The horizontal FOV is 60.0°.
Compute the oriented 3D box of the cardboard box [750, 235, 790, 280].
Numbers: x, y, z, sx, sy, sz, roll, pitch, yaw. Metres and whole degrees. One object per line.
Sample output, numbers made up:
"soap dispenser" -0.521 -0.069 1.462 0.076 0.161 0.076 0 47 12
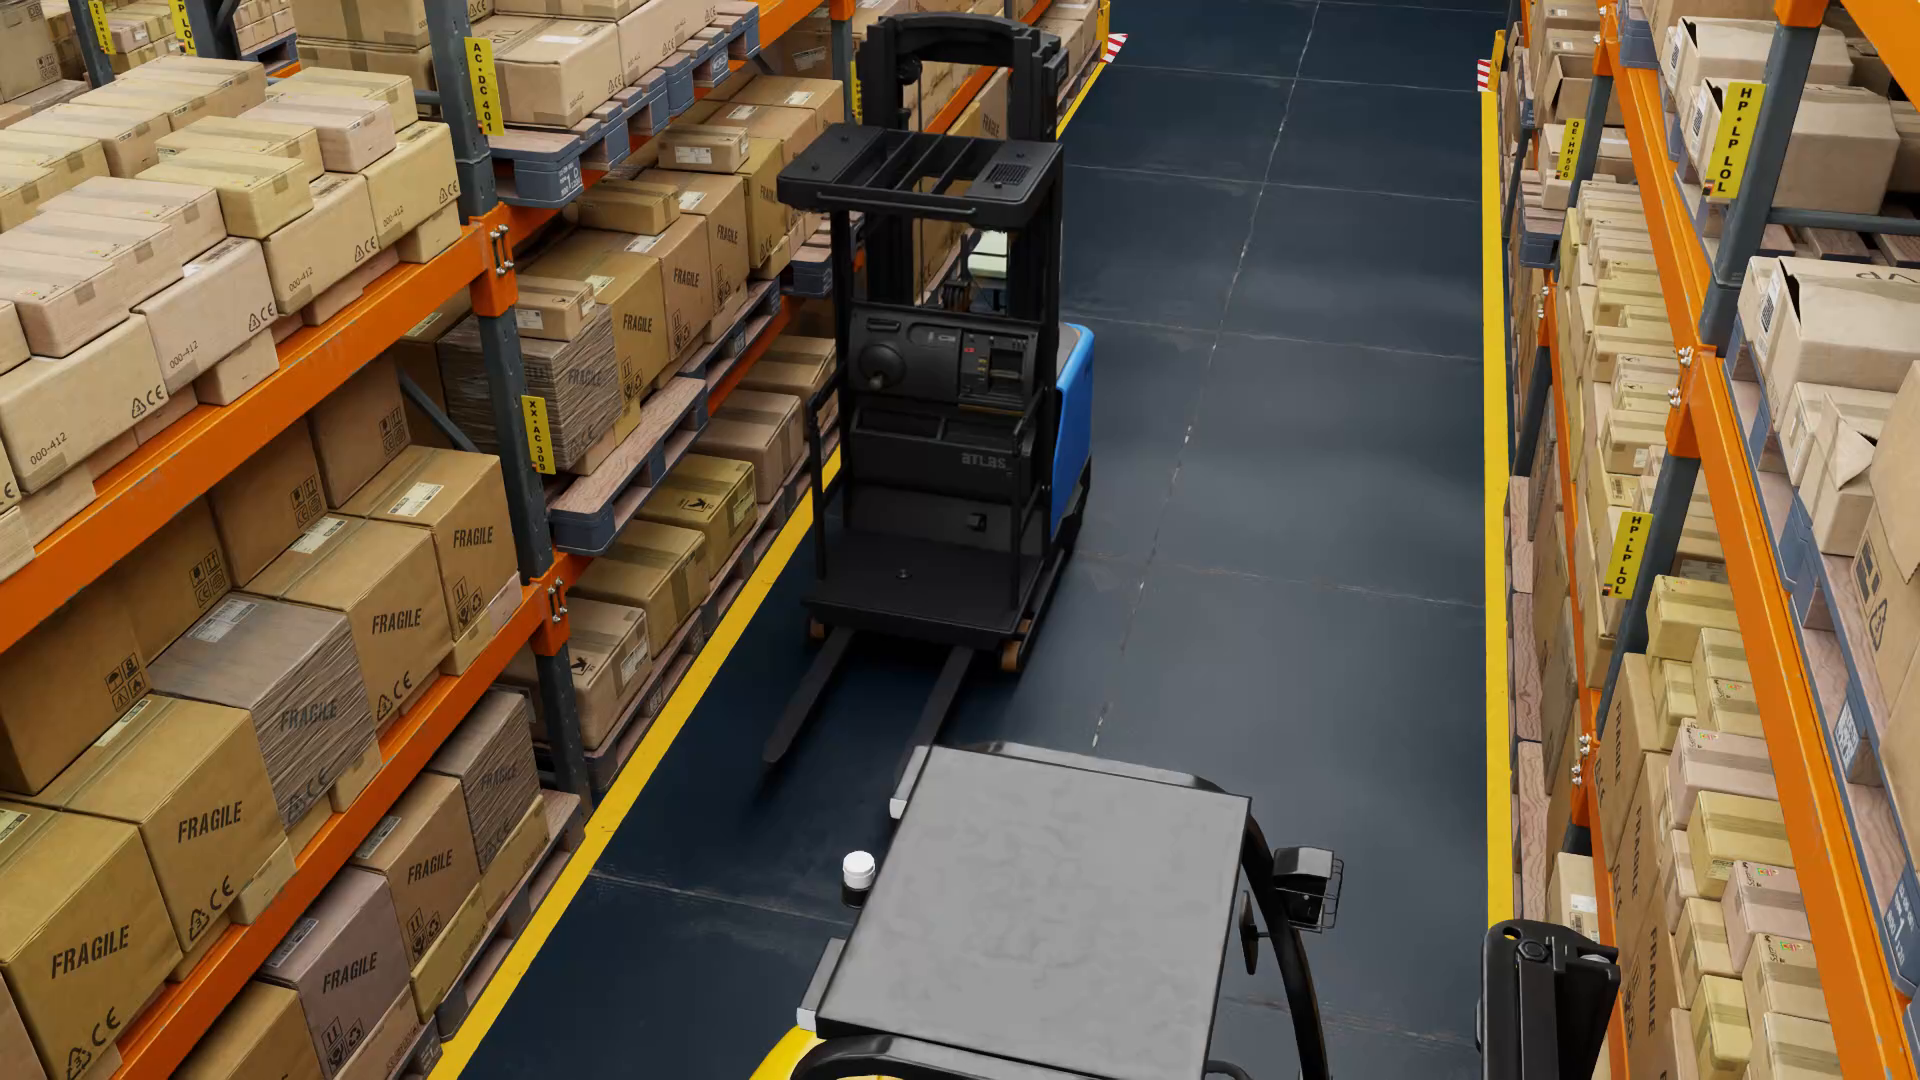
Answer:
"cardboard box" -1.105 -1.484 8.631 0.380 0.149 0.250 9 33 13

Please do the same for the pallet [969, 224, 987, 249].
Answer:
"pallet" -0.211 -2.663 13.242 1.003 0.211 1.213 8 33 12

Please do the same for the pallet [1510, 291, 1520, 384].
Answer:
"pallet" 4.237 -1.338 11.157 1.003 0.211 1.213 8 33 12

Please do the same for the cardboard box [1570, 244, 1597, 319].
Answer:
"cardboard box" 3.222 -1.192 8.003 0.500 0.250 0.500 9 34 14

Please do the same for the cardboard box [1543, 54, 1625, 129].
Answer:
"cardboard box" 3.934 -2.594 10.047 0.797 0.503 0.637 7 33 11

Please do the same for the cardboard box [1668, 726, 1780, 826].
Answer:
"cardboard box" 2.116 0.659 4.442 0.380 0.149 0.250 9 33 13

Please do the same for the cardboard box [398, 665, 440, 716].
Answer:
"cardboard box" -2.103 0.470 5.949 0.380 0.149 0.250 8 33 13

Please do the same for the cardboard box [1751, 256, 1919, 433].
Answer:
"cardboard box" 2.237 -0.474 4.003 0.500 0.311 0.500 9 33 13

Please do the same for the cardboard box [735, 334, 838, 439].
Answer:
"cardboard box" -1.256 -0.951 10.008 0.950 0.372 0.625 6 33 9

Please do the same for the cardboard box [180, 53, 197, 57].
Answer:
"cardboard box" -5.472 -3.352 11.569 0.380 0.149 0.250 10 34 15

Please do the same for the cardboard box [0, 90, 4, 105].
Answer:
"cardboard box" -6.167 -2.766 9.780 0.700 0.500 0.500 8 33 12

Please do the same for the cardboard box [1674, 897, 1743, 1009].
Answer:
"cardboard box" 1.996 1.049 4.107 0.380 0.149 0.250 7 33 11

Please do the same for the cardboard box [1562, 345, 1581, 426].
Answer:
"cardboard box" 3.094 -0.712 7.714 0.500 0.250 0.500 7 33 11

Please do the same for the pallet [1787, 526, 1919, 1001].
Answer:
"pallet" 2.181 0.423 3.075 1.003 0.211 1.213 8 33 12

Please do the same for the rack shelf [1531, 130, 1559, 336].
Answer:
"rack shelf" 4.206 -2.235 10.641 1.077 0.370 4.000 8 33 12

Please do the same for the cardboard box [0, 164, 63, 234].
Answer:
"cardboard box" -2.734 -0.934 4.617 0.380 0.149 0.250 7 33 11

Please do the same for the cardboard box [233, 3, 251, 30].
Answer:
"cardboard box" -5.341 -3.757 11.929 0.380 0.149 0.250 8 33 12

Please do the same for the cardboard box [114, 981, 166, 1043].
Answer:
"cardboard box" -2.500 1.265 4.698 0.380 0.149 0.250 9 34 14

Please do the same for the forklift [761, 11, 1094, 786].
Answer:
"forklift" -0.142 -0.814 7.798 1.130 2.935 3.031 9 33 13

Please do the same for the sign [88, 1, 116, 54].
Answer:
"sign" -5.379 -3.211 10.426 0.100 0.325 0.005 8 33 12

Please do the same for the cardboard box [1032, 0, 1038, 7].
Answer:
"cardboard box" 0.416 -4.761 13.850 0.500 0.500 0.500 8 33 13

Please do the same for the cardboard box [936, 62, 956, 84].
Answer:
"cardboard box" -0.324 -3.338 11.379 0.500 0.250 0.500 9 33 13

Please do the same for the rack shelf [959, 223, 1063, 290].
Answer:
"rack shelf" 0.300 -1.533 9.536 0.431 0.370 0.720 9 33 13

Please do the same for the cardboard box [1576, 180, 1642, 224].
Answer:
"cardboard box" 3.333 -1.692 8.417 0.380 0.149 0.250 9 34 14

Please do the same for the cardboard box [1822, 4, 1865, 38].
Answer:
"cardboard box" 3.491 -2.005 6.545 0.380 0.166 0.250 8 33 12

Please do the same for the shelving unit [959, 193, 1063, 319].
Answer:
"shelving unit" 0.300 -1.204 9.746 0.431 1.500 0.755 9 33 13

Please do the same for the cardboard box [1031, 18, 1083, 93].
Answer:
"cardboard box" 0.632 -4.590 15.671 0.875 0.438 0.875 9 34 14

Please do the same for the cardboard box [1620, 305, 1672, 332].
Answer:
"cardboard box" 3.043 -0.872 7.128 0.380 0.149 0.250 8 33 12

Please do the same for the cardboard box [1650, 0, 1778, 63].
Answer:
"cardboard box" 3.021 -2.158 6.474 0.500 0.500 0.500 9 33 14

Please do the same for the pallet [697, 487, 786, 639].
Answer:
"pallet" -1.615 0.038 8.993 1.003 0.211 1.213 8 33 12

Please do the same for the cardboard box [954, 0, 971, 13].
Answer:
"cardboard box" -0.230 -3.919 11.593 0.500 0.500 0.500 9 34 14

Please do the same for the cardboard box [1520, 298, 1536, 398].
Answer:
"cardboard box" 3.735 -1.130 10.171 0.500 0.500 0.500 8 33 12

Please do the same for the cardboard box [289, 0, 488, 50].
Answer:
"cardboard box" -2.094 -2.008 6.099 0.500 0.250 0.500 9 33 13

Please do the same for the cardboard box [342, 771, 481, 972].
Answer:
"cardboard box" -2.136 1.175 6.078 0.500 0.500 0.500 9 33 13

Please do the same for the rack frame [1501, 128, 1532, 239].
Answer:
"rack frame" 4.714 -3.577 12.080 1.000 3.000 0.127 8 33 12

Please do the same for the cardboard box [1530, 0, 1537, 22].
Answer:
"cardboard box" 4.720 -4.198 12.921 0.500 0.250 0.500 8 33 13

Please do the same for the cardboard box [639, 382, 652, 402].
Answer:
"cardboard box" -1.603 -0.700 7.398 0.380 0.149 0.250 10 34 15

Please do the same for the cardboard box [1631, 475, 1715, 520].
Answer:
"cardboard box" 2.604 -0.085 5.890 0.380 0.149 0.250 8 33 12

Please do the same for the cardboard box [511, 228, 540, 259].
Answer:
"cardboard box" -2.057 -1.348 7.207 0.380 0.149 0.250 7 33 11

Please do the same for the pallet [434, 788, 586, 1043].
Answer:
"pallet" -2.255 1.431 6.802 1.003 0.211 1.213 8 33 12

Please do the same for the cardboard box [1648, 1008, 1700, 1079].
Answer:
"cardboard box" 1.927 1.521 3.969 0.500 0.500 0.500 8 33 13

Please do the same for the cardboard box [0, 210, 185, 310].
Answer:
"cardboard box" -2.252 -0.719 4.280 0.380 0.149 0.250 8 33 13

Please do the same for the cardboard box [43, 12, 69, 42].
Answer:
"cardboard box" -6.236 -3.435 11.146 0.380 0.149 0.250 7 33 10

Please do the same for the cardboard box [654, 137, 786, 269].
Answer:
"cardboard box" -1.197 -1.714 8.389 0.500 0.500 0.500 6 33 9

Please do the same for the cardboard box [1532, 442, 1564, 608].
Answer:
"cardboard box" 3.369 -0.014 8.298 0.875 0.625 0.625 9 34 14

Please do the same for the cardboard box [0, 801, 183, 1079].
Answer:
"cardboard box" -2.488 1.067 4.405 0.500 0.500 0.500 7 33 11

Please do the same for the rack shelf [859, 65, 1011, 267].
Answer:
"rack shelf" -0.596 -2.909 11.701 1.077 0.370 4.000 8 33 12

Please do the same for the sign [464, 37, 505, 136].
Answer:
"sign" -1.591 -1.513 5.557 0.100 0.325 0.005 8 33 12

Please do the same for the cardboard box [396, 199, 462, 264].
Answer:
"cardboard box" -1.903 -1.054 5.549 0.380 0.149 0.250 8 33 13

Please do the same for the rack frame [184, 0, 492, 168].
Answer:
"rack frame" -2.118 -2.631 5.001 1.000 3.000 0.127 8 33 12

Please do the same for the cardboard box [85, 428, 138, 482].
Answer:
"cardboard box" -2.388 -0.265 4.308 0.380 0.149 0.250 8 33 12

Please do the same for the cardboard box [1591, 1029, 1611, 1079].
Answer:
"cardboard box" 2.118 1.608 5.164 0.500 0.250 0.500 8 33 12

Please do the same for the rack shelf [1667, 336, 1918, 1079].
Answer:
"rack shelf" 2.176 0.650 3.306 1.077 0.370 4.000 8 33 12

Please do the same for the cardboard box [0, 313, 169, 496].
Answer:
"cardboard box" -2.355 -0.371 4.104 0.500 0.250 0.500 9 33 13

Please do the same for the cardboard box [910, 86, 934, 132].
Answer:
"cardboard box" -0.484 -2.872 11.111 0.500 0.250 0.500 9 34 14

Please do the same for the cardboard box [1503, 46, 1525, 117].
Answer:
"cardboard box" 5.228 -4.032 14.735 0.700 0.500 0.500 9 34 14

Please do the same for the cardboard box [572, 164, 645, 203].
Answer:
"cardboard box" -1.829 -1.512 8.070 0.500 0.500 0.500 7 33 11
